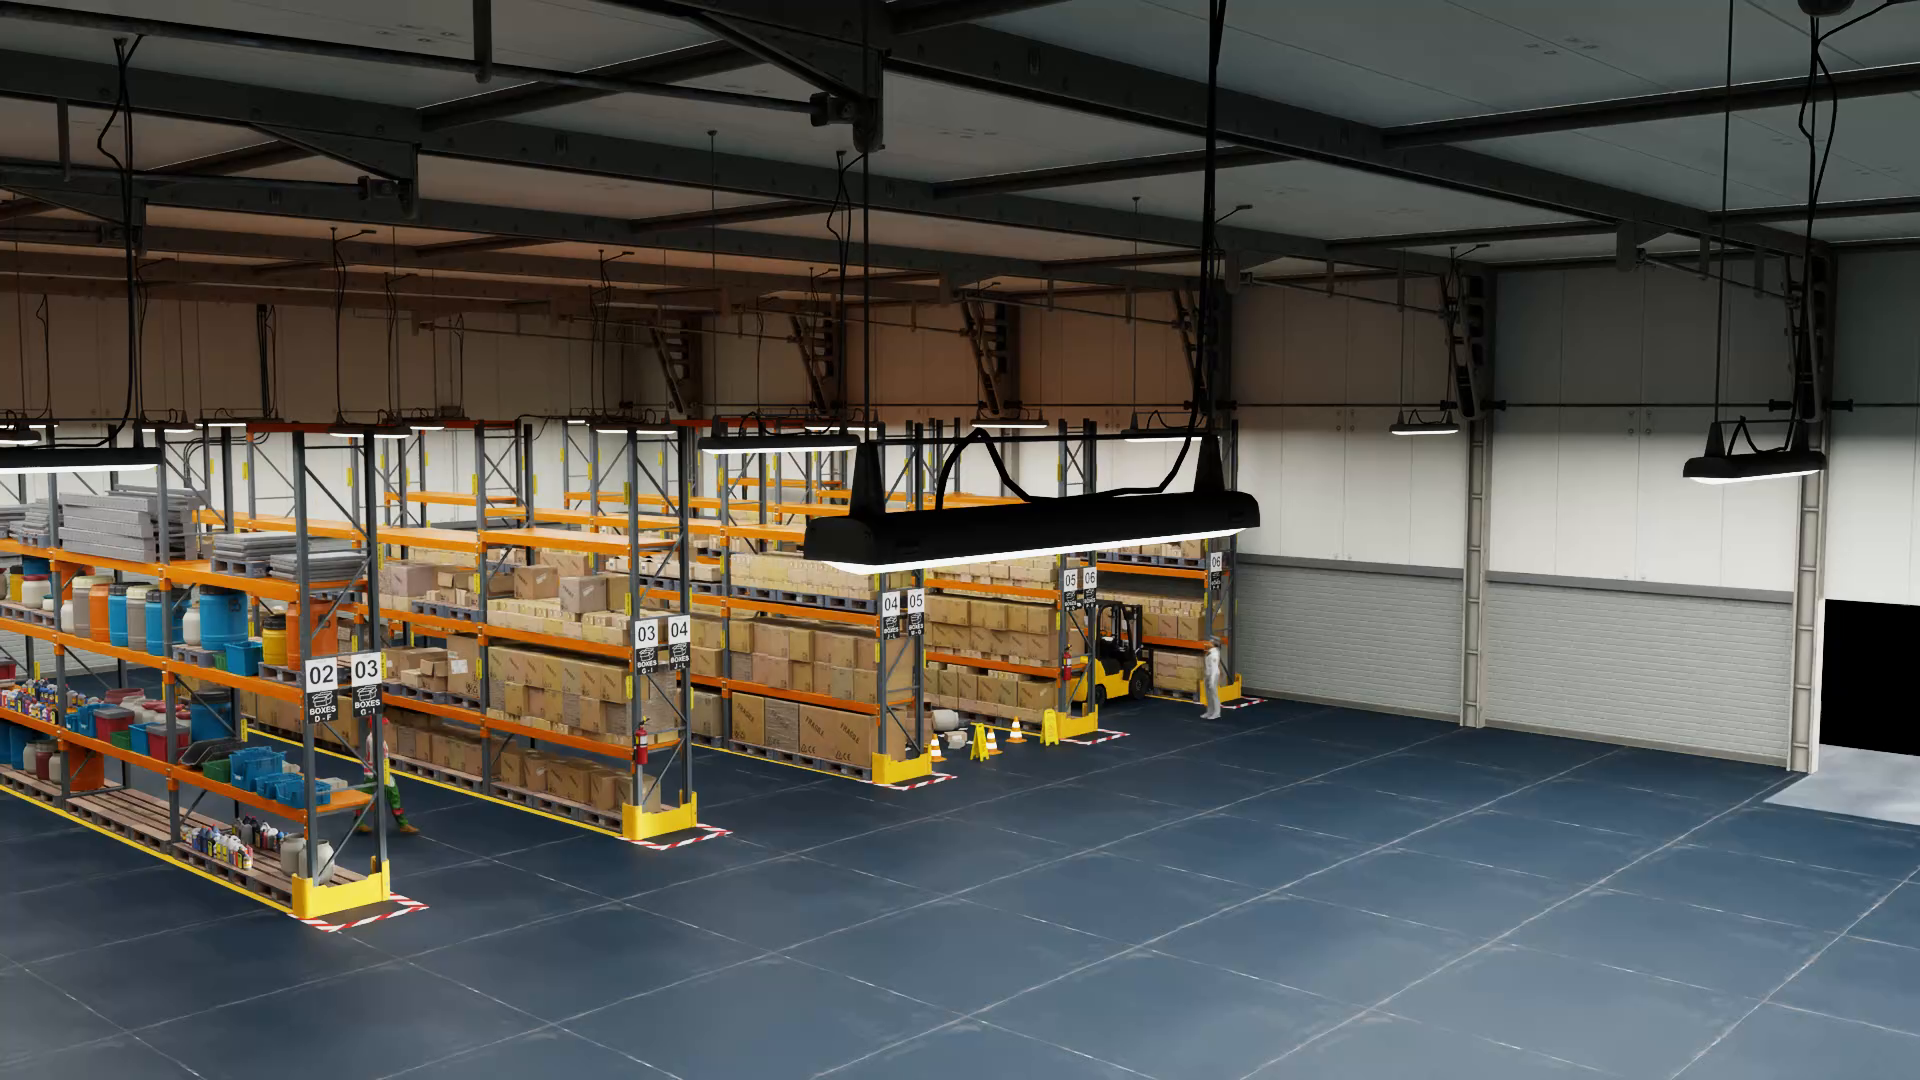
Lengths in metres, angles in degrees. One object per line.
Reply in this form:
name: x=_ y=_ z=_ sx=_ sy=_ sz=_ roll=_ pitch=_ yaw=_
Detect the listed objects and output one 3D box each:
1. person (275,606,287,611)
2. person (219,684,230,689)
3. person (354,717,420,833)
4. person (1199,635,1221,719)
person: x=-15.439 y=2.364 z=37.658 sx=0.626 sy=1.757 sz=0.573 roll=-4 pitch=6 yaw=-41
person: x=-12.589 y=3.153 z=28.569 sx=0.419 sy=1.736 sz=0.576 roll=0 pitch=5 yaw=-4
person: x=-8.481 y=3.440 z=24.392 sx=1.007 sy=1.733 sz=0.473 roll=2 pitch=5 yaw=21
person: x=5.029 y=2.764 z=33.524 sx=0.398 sy=1.717 sz=0.586 roll=-2 pitch=5 yaw=-20
